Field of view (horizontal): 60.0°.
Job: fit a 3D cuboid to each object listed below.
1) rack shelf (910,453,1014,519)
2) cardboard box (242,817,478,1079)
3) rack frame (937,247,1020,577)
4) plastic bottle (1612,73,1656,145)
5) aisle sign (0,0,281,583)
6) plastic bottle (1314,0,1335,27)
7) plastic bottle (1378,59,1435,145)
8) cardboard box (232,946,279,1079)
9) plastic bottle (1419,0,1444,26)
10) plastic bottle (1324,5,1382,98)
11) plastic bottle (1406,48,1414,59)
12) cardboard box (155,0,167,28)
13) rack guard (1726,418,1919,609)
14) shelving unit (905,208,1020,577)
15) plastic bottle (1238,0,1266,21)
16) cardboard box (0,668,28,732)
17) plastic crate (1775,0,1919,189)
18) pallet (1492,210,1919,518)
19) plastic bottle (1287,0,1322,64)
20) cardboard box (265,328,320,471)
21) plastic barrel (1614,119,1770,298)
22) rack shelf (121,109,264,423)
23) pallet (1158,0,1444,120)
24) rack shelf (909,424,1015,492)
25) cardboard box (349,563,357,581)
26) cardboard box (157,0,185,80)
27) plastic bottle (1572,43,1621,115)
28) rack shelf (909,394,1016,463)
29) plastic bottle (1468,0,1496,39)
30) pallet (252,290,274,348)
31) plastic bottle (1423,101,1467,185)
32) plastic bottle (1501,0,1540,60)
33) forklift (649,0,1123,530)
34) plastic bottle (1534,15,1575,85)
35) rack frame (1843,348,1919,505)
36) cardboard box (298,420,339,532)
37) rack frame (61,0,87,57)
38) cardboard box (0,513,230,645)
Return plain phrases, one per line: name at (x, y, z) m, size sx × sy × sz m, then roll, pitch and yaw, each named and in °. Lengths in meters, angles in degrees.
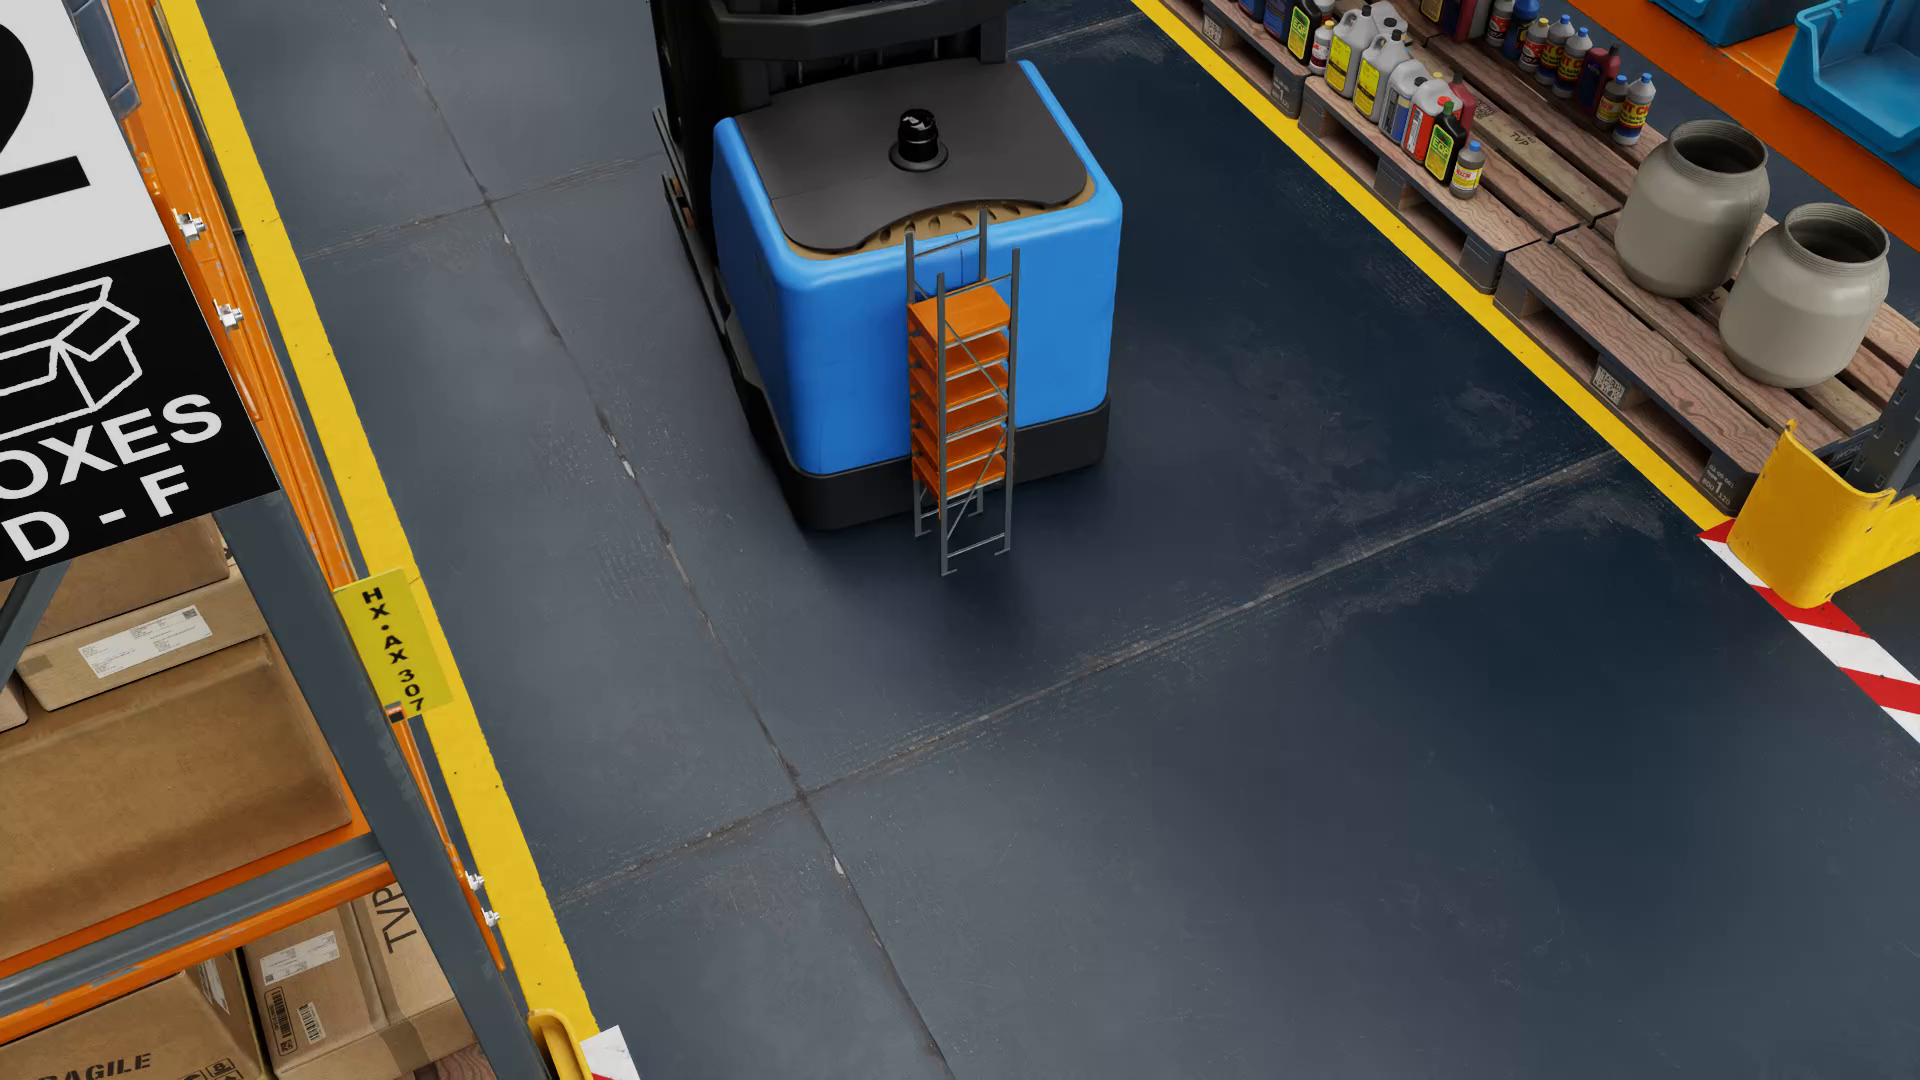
rack shelf at (0.007, -0.198, 5.004) m, size 0.258 × 0.103 × 0.180 m, roll -21°, pitch 52°, yaw -18°
cardboard box at (-1.387, 0.992, 3.937) m, size 0.500 × 0.250 × 0.500 m, roll -21°, pitch 52°, yaw -18°
rack frame at (0.049, -0.324, 4.736) m, size 0.240 × 1.200 × 0.006 m, roll -21°, pitch 52°, yaw -18°
plastic bottle at (2.514, -1.610, 6.186) m, size 0.097 × 0.271 × 0.097 m, roll 0°, pitch 49°, yaw 0°
aisle sign at (-1.037, -0.257, 1.755) m, size 0.394 × 0.787 × 0.004 m, roll -21°, pitch 52°, yaw -18°
plastic bottle at (1.424, -2.072, 6.589) m, size 0.097 × 0.271 × 0.097 m, roll 0°, pitch 49°, yaw 0°
plastic bottle at (1.682, -1.640, 6.209) m, size 0.152 × 0.276 × 0.135 m, roll -23°, pitch 53°, yaw -19°
cardboard box at (-1.847, 1.170, 3.781) m, size 0.500 × 0.250 × 0.500 m, roll -21°, pitch 52°, yaw -18°
plastic bottle at (1.944, -2.242, 6.730) m, size 0.061 × 0.283 × 0.133 m, roll -21°, pitch 52°, yaw -18°
plastic bottle at (1.518, -1.899, 6.386) m, size 0.144 × 0.351 × 0.185 m, roll -22°, pitch 52°, yaw -18°
plastic bottle at (1.690, -1.796, 6.395) m, size 0.097 × 0.201 × 0.097 m, roll 0°, pitch 49°, yaw 0°
cardboard box at (-3.362, -2.133, 6.298) m, size 0.500 × 0.311 × 0.500 m, roll -22°, pitch 52°, yaw -18°
rack guard at (2.990, -0.255, 5.141) m, size 1.175 × 0.500 × 0.348 m, roll -21°, pitch 52°, yaw -18°
shelving unit at (0.007, -0.385, 4.790) m, size 0.258 × 1.200 × 0.189 m, roll -21°, pitch 52°, yaw -18°
plastic bottle at (1.237, -2.310, 6.745) m, size 0.144 × 0.351 × 0.185 m, roll -20°, pitch 52°, yaw -17°
cardboard box at (-1.684, 0.224, 2.564) m, size 0.380 × 0.149 × 0.250 m, roll -22°, pitch 52°, yaw -18°
plastic crate at (2.572, -1.226, 4.428) m, size 0.499 × 0.251 × 0.616 m, roll -21°, pitch 52°, yaw -18°
pallet at (2.623, -0.705, 5.727) m, size 1.003 × 0.211 × 1.213 m, roll -21°, pitch 52°, yaw -18°
plastic bottle at (1.362, -2.036, 6.551) m, size 0.061 × 0.283 × 0.133 m, roll -19°, pitch 52°, yaw -16°
cardboard box at (-2.301, -0.347, 5.108) m, size 0.500 × 0.250 × 0.500 m, roll -21°, pitch 52°, yaw -18°
plastic barrel at (2.468, -1.112, 5.603) m, size 0.421 × 0.512 × 0.421 m, roll 0°, pitch 49°, yaw 0°
rack shelf at (-2.255, -1.429, 2.992) m, size 1.077 × 0.370 × 4.000 m, roll -21°, pitch 52°, yaw -18°
pallet at (1.507, -2.338, 7.155) m, size 1.003 × 0.211 × 1.213 m, roll -21°, pitch 52°, yaw -18°
rack shelf at (0.007, -0.277, 4.914) m, size 0.258 × 0.103 × 0.180 m, roll -21°, pitch 52°, yaw -18°
cardboard box at (-1.847, 0.324, 4.522) m, size 0.500 × 0.250 × 0.500 m, roll -21°, pitch 52°, yaw -18°
cardboard box at (-3.367, -1.947, 6.508) m, size 0.500 × 0.250 × 0.500 m, roll -20°, pitch 52°, yaw -17°
plastic bottle at (2.427, -1.772, 6.320) m, size 0.061 × 0.283 × 0.133 m, roll -20°, pitch 52°, yaw -17°
rack shelf at (0.007, -0.356, 4.823) m, size 0.258 × 0.103 × 0.180 m, roll -21°, pitch 52°, yaw -18°
plastic bottle at (2.094, -2.182, 6.683) m, size 0.152 × 0.276 × 0.135 m, roll -20°, pitch 52°, yaw -17°
pallet at (-2.843, -0.552, 5.592) m, size 1.003 × 0.211 × 1.213 m, roll -21°, pitch 52°, yaw -18°
plastic bottle at (1.767, -1.444, 6.032) m, size 0.061 × 0.283 × 0.133 m, roll -20°, pitch 52°, yaw -17°
plastic bottle at (2.219, -2.042, 6.564) m, size 0.097 × 0.271 × 0.097 m, roll 0°, pitch 49°, yaw 0°
forklift at (-0.479, -2.132, 5.167) m, size 1.130 × 2.935 × 3.031 m, roll -14°, pitch 50°, yaw -12°
plastic bottle at (2.312, -1.907, 6.445) m, size 0.097 × 0.271 × 0.097 m, roll 0°, pitch 49°, yaw 0°
rack frame at (3.067, -1.043, 4.169) m, size 1.000 × 3.000 × 0.127 m, roll -21°, pitch 52°, yaw -18°
cardboard box at (-2.071, -0.260, 4.534) m, size 0.500 × 0.500 × 0.500 m, roll -21°, pitch 52°, yaw -18°
rack frame at (-1.339, -1.314, 0.421) m, size 1.000 × 3.000 × 0.127 m, roll -21°, pitch 52°, yaw -18°
cardboard box at (-1.566, -0.152, 2.462) m, size 0.700 × 0.500 × 0.500 m, roll -21°, pitch 52°, yaw -17°
